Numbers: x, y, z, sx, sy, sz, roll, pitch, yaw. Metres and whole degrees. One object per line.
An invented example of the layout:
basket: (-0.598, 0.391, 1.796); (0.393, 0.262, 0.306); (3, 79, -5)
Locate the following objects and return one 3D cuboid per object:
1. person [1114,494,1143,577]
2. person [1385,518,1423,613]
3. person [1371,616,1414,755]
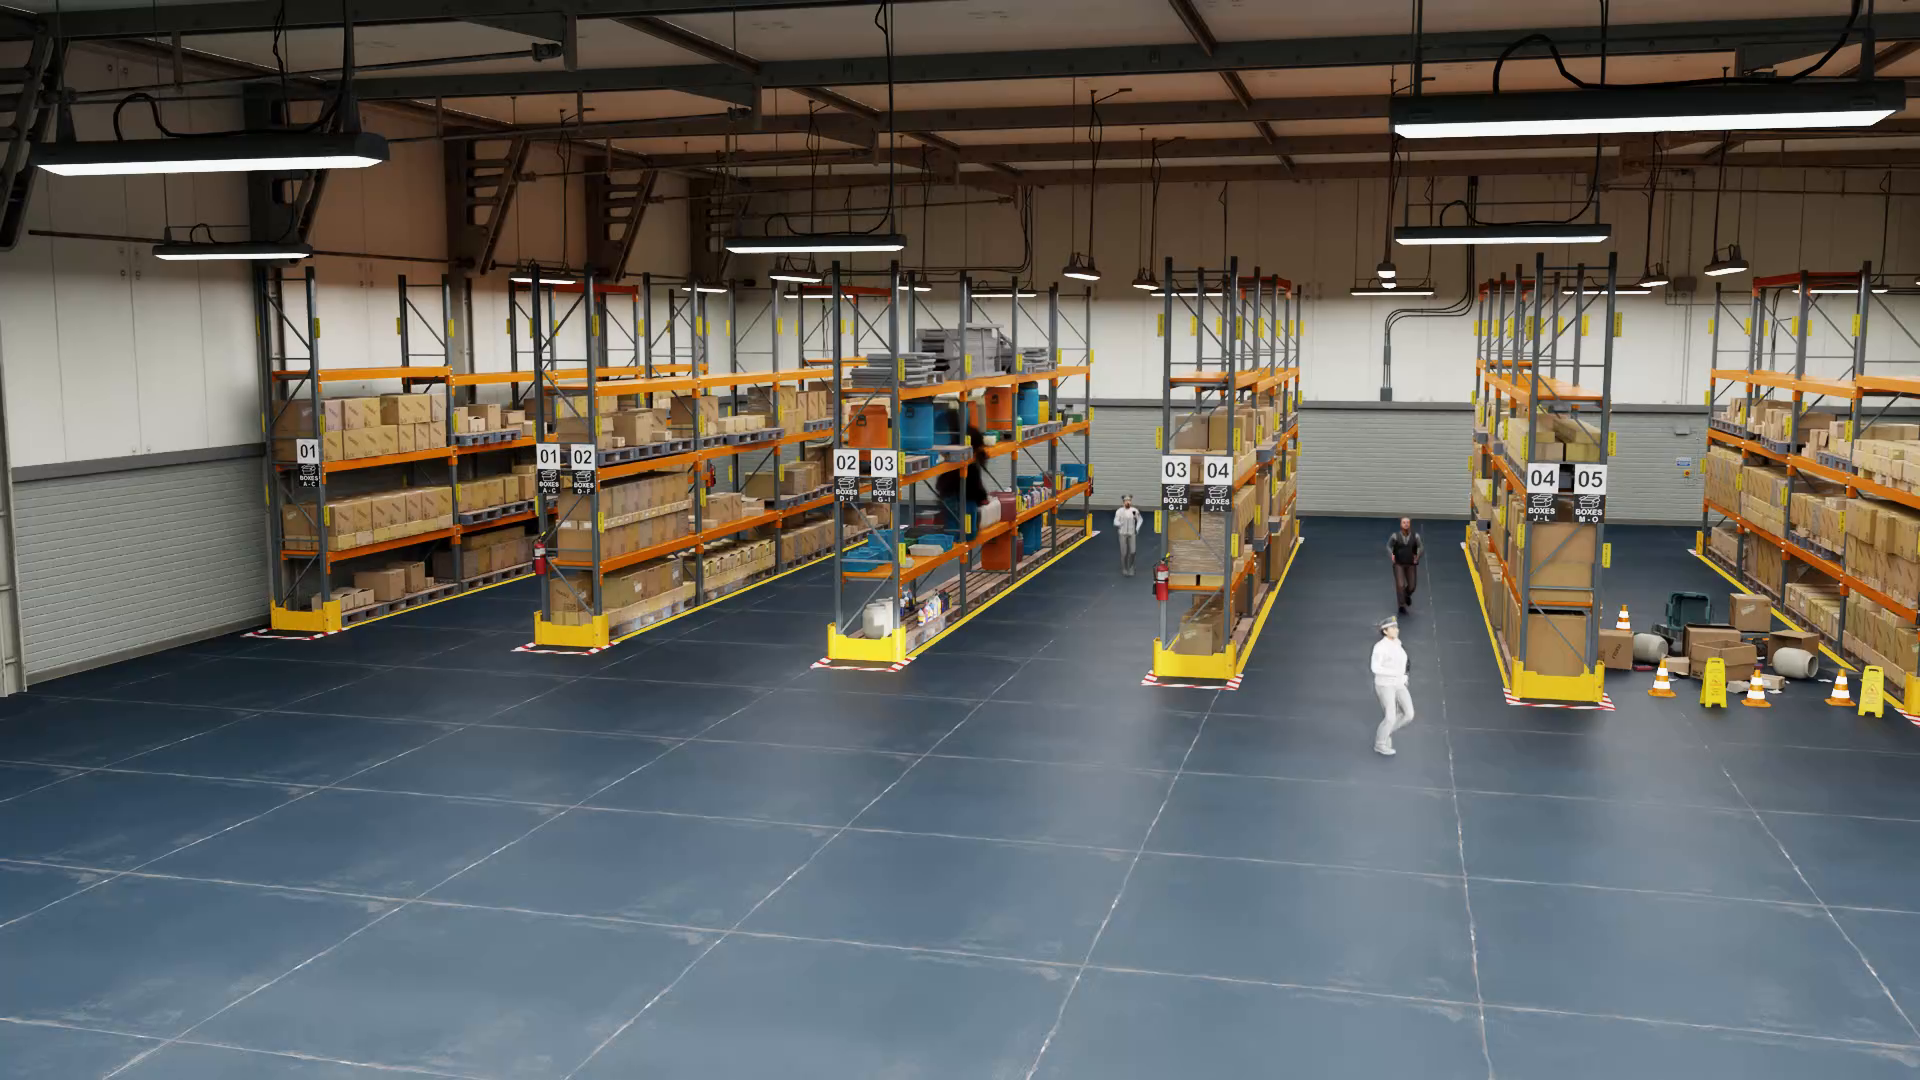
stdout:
person: (3.405, -0.088, 33.628); (0.596, 1.684, 0.614); (0, 7, 3)
person: (7.873, 0.438, 29.484); (0.659, 1.673, 0.614); (1, 7, 9)
person: (5.106, 1.708, 19.510); (0.603, 1.654, 0.542); (-5, 9, -36)
